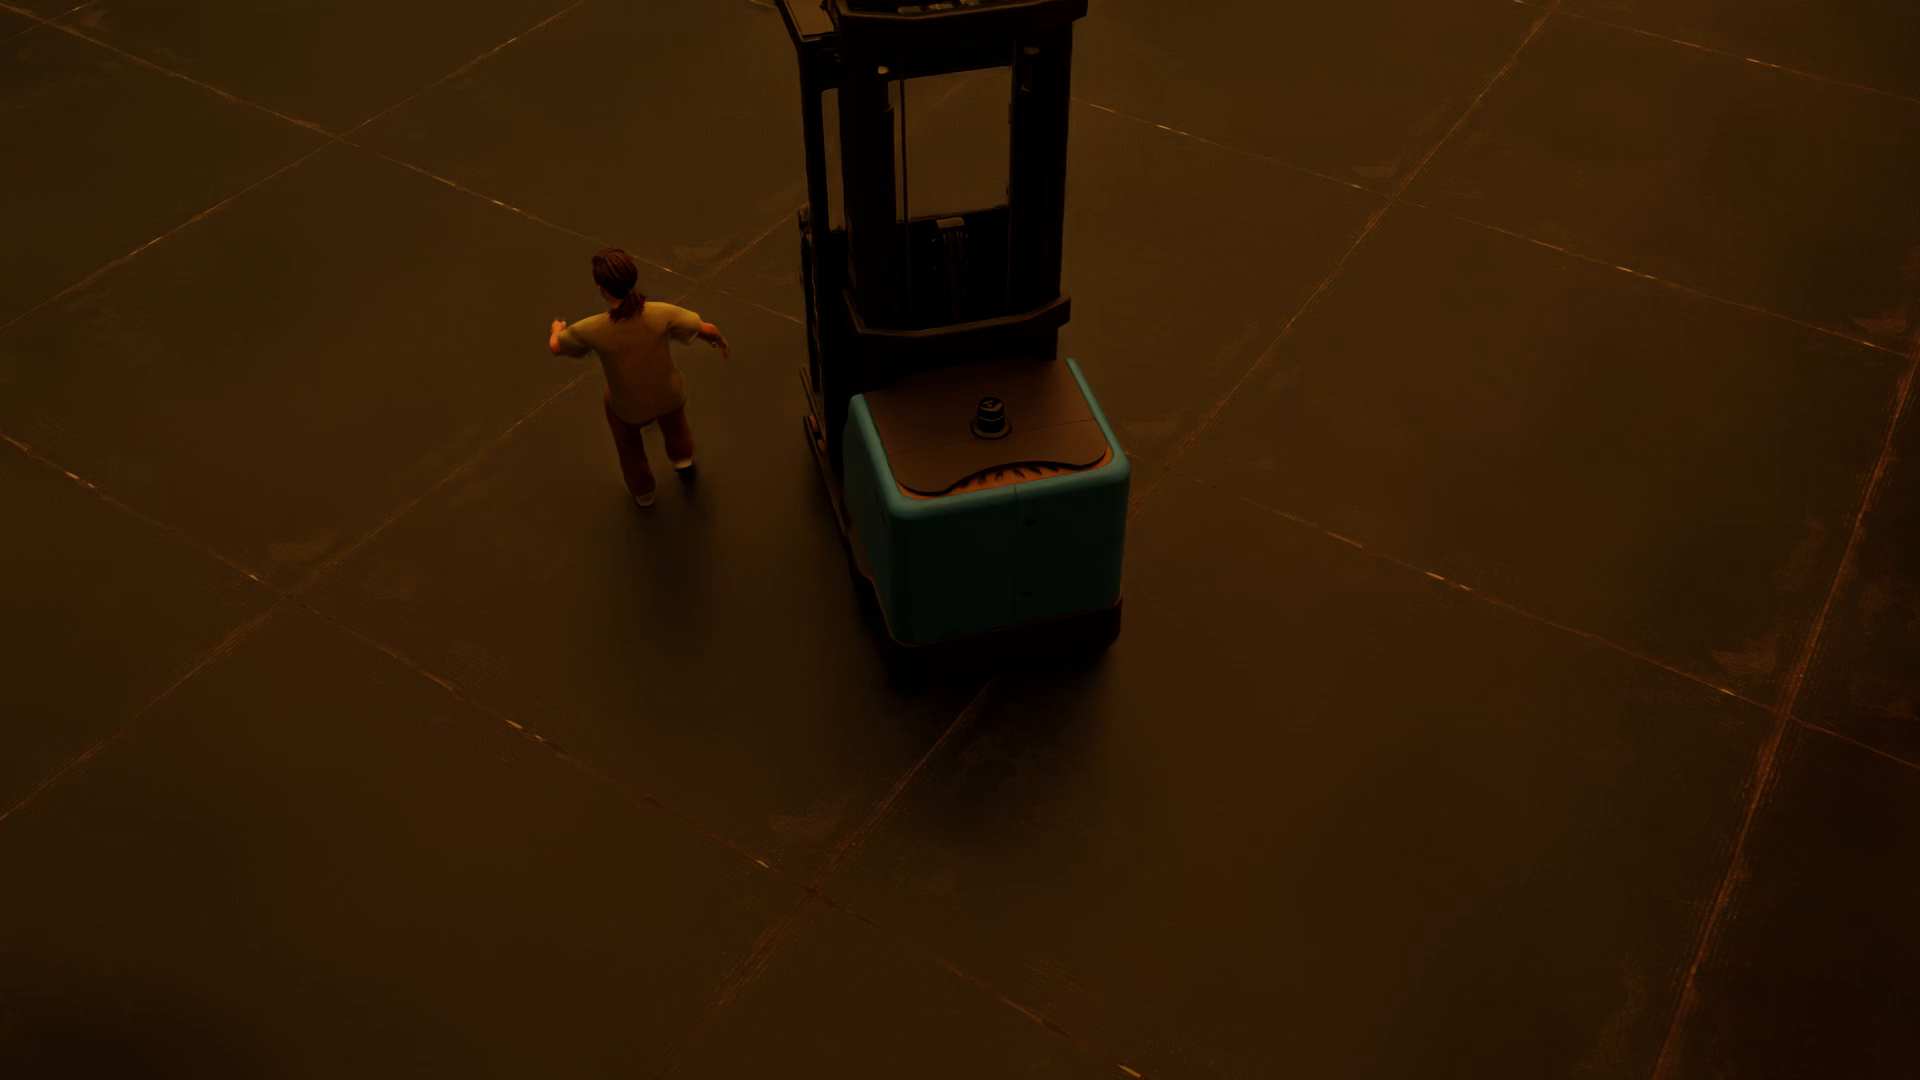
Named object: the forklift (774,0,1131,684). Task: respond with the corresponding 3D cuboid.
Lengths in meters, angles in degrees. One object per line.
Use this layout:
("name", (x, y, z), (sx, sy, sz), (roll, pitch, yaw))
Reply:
("forklift", (-0.167, -1.468, 7.397), (1.130, 2.935, 3.031), (-11, 45, -11))

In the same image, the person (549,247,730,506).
("person", (-1.471, -0.779, 7.738), (0.810, 1.570, 0.702), (-19, 47, -19))
